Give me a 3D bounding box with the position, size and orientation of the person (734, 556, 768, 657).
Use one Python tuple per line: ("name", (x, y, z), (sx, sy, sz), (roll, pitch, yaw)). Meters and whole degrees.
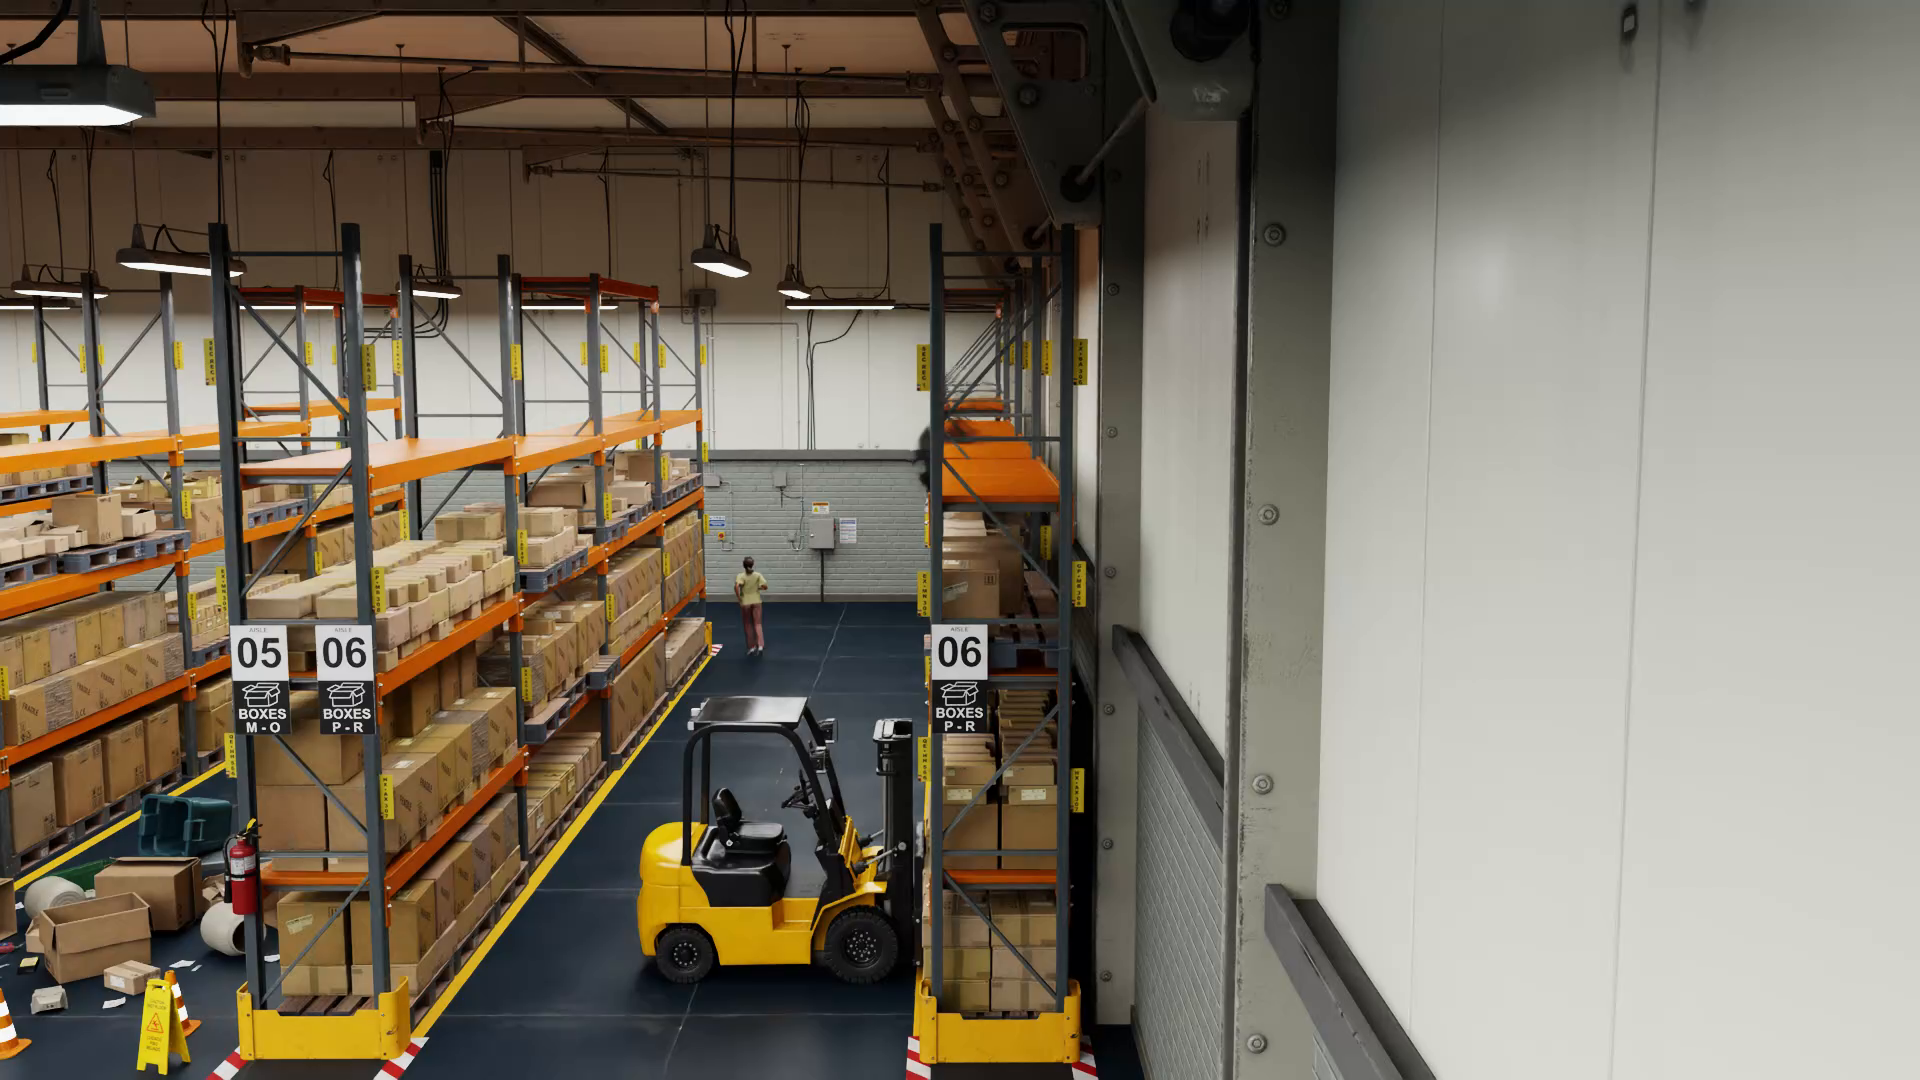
("person", (-3.474, 1.114, 27.562), (0.585, 1.688, 0.846), (-2, 7, -15))
